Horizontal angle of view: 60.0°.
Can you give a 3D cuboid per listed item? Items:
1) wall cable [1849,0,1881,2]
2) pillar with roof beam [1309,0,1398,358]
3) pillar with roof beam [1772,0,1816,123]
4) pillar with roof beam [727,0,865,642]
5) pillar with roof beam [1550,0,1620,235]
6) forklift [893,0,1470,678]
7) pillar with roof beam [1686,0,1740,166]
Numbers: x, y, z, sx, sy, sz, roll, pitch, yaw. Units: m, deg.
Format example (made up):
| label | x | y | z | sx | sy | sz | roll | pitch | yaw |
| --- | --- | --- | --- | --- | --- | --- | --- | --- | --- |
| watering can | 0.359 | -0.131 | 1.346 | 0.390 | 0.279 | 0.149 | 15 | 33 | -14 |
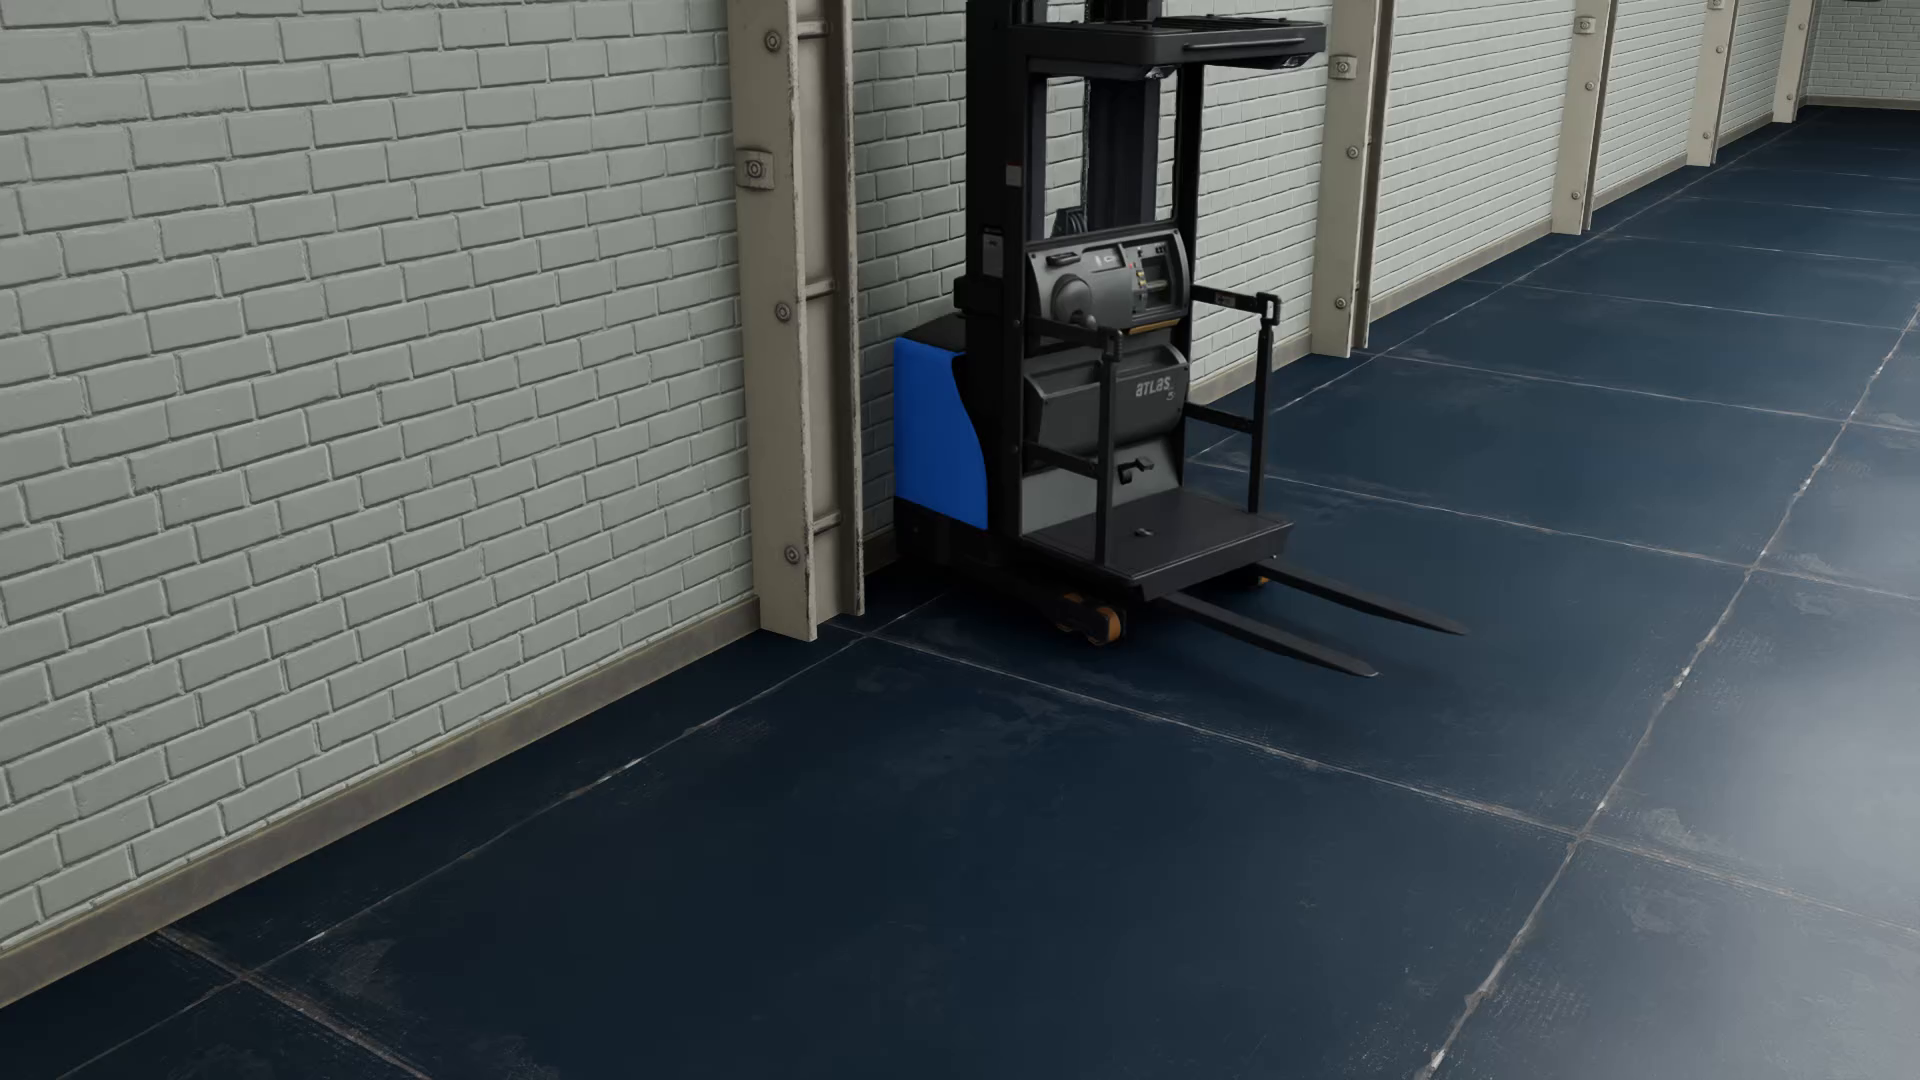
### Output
| label | x | y | z | sx | sy | sz | roll | pitch | yaw |
| --- | --- | --- | --- | --- | --- | --- | --- | --- | --- |
| wall cable | 15.584 | -9.889 | 26.505 | 3.097 | 2.526 | 0.112 | 13 | 24 | 32 |
| pillar with roof beam | 6.276 | -4.754 | 8.146 | 9.100 | 9.000 | 0.400 | 13 | 24 | 32 |
| pillar with roof beam | 16.395 | -9.919 | 22.108 | 9.100 | 9.000 | 0.400 | 13 | 24 | 32 |
| pillar with roof beam | 2.903 | -3.033 | 3.492 | 9.100 | 9.000 | 0.400 | 13 | 24 | 32 |
| pillar with roof beam | 9.649 | -6.476 | 12.800 | 9.100 | 9.000 | 0.400 | 13 | 24 | 32 |
| forklift | 0.795 | -1.124 | 7.078 | 1.130 | 2.935 | 3.031 | -17 | 26 | -38 |
| pillar with roof beam | 13.022 | -8.197 | 17.454 | 9.100 | 9.000 | 0.400 | 13 | 24 | 32 |
